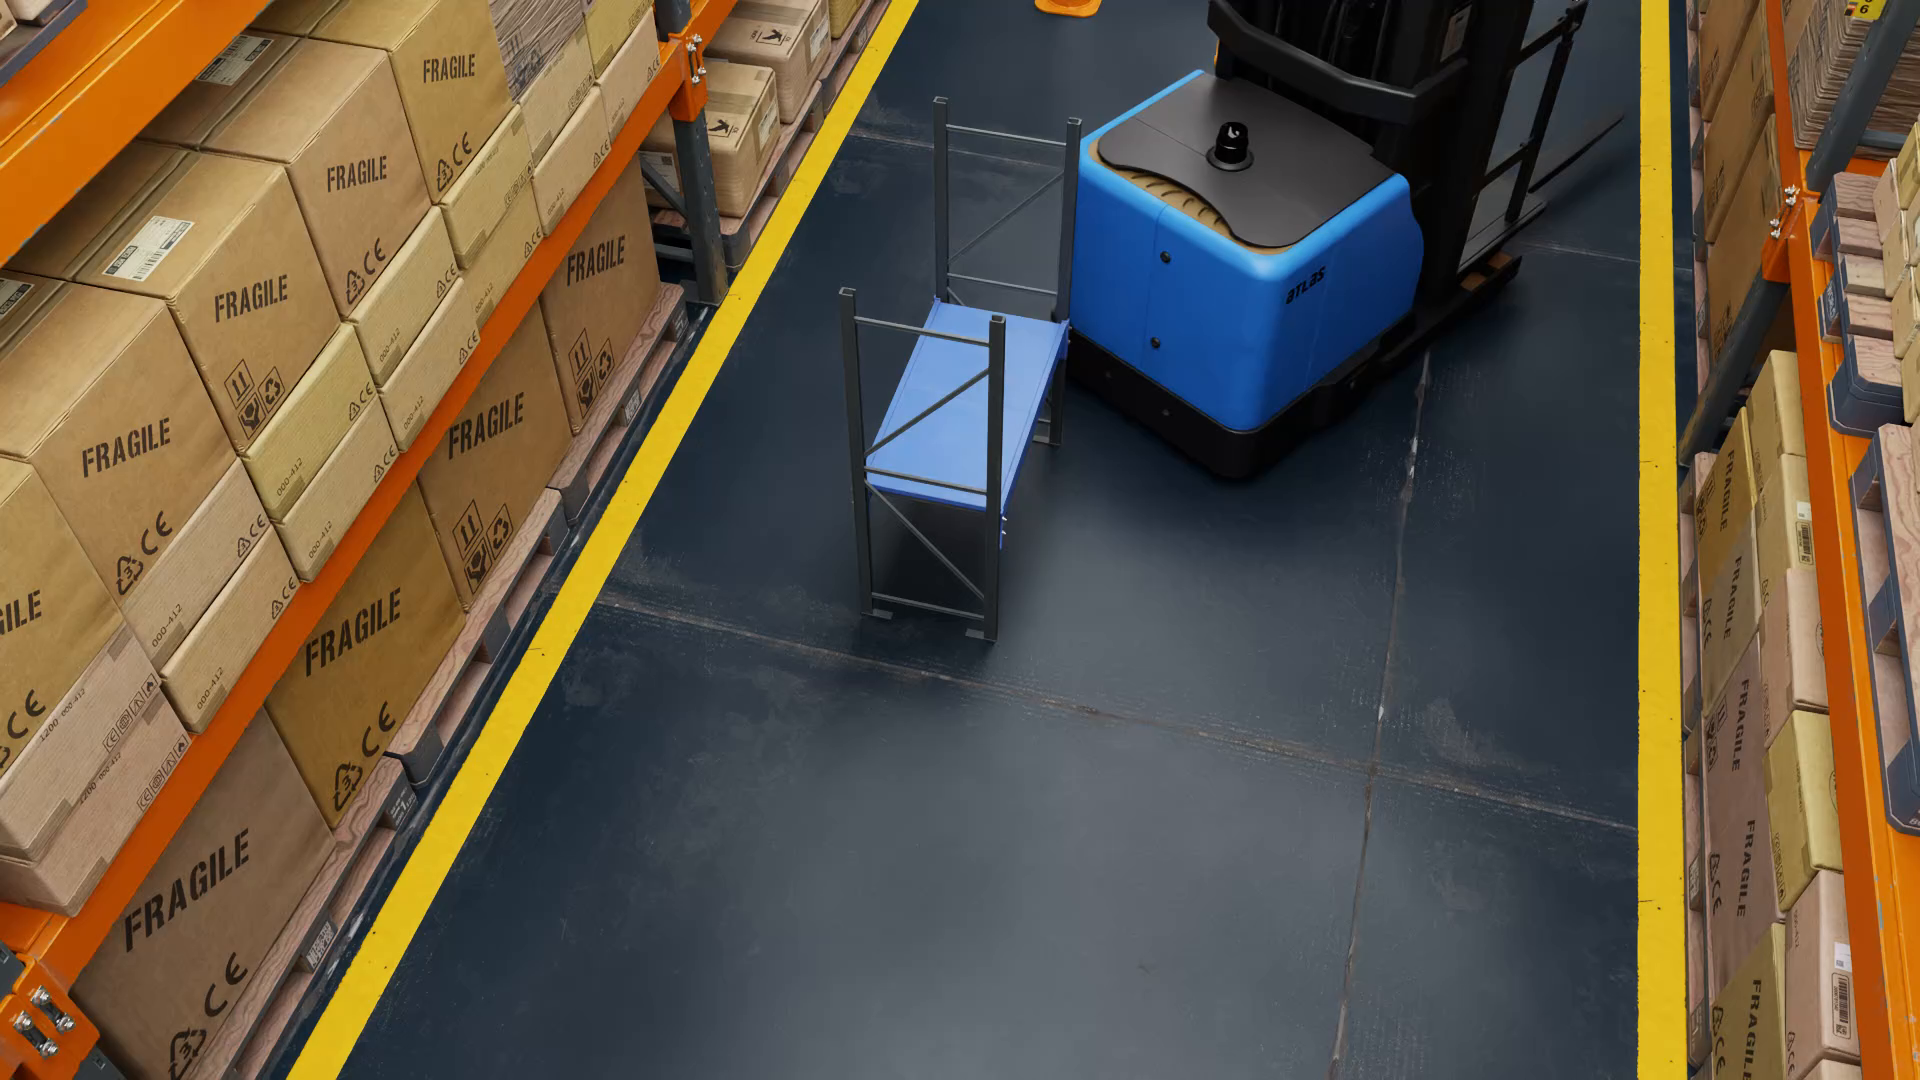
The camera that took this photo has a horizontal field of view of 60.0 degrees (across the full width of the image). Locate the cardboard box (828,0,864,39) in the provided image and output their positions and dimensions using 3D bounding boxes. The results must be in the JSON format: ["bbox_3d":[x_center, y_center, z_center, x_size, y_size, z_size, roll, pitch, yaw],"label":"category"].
[{"bbox_3d":[-0.948,-2.886,8.269,0.950,0.372,0.625,13,50,11],"label":"cardboard box"}]

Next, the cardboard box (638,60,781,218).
[{"bbox_3d":[-1.339,-1.803,7.313,0.950,0.372,0.625,9,49,7],"label":"cardboard box"}]

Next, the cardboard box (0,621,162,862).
[{"bbox_3d":[-2.162,0.388,3.674,0.500,0.250,0.500,10,49,9],"label":"cardboard box"}]

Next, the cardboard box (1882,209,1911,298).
[{"bbox_3d":[2.921,-0.801,4.844,0.380,0.149,0.250,14,50,12],"label":"cardboard box"}]

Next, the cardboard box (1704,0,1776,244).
[{"bbox_3d":[3.779,-1.674,6.947,1.050,0.750,0.750,12,50,11],"label":"cardboard box"}]

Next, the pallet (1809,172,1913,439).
[{"bbox_3d":[3.220,-0.623,4.927,1.213,0.211,1.003,12,50,10],"label":"pallet"}]

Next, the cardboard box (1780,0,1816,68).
[{"bbox_3d":[3.297,-1.996,5.944,0.500,0.500,0.500,12,50,10],"label":"cardboard box"}]

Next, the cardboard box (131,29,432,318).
[{"bbox_3d":[-1.786,-0.970,4.372,0.500,0.500,0.500,11,49,9],"label":"cardboard box"}]

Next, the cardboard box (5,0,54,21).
[{"bbox_3d":[-1.880,-1.134,3.125,0.380,0.166,0.250,9,49,7],"label":"cardboard box"}]

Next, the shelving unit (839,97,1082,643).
[{"bbox_3d":[0.022,-0.558,5.742,0.538,1.500,1.048,12,50,10],"label":"shelving unit"}]

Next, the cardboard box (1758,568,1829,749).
[{"bbox_3d":[2.614,0.390,4.792,0.500,0.250,0.500,12,50,10],"label":"cardboard box"}]

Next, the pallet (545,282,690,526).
[{"bbox_3d":[-1.778,-0.649,6.682,1.003,0.211,1.213,12,50,10],"label":"pallet"}]

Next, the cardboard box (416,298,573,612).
[{"bbox_3d":[-1.998,-0.435,5.771,0.875,0.875,0.875,12,50,10],"label":"cardboard box"}]

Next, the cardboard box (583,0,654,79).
[{"bbox_3d":[-1.380,-1.842,5.642,0.500,0.250,0.500,11,50,10],"label":"cardboard box"}]

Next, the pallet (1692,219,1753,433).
[{"bbox_3d":[3.585,-0.856,6.865,1.003,0.211,1.213,12,50,10],"label":"pallet"}]

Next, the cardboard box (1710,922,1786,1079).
[{"bbox_3d":[2.339,1.402,4.399,0.500,0.500,0.500,11,49,9],"label":"cardboard box"}]

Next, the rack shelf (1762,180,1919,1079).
[{"bbox_3d":[2.778,0.461,4.322,1.077,0.370,4.000,12,50,10],"label":"rack shelf"}]

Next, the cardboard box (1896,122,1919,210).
[{"bbox_3d":[2.984,-1.068,4.881,0.380,0.149,0.250,14,50,12],"label":"cardboard box"}]

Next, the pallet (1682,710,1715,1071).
[{"bbox_3d":[2.774,1.144,5.099,1.003,0.211,1.213,12,50,10],"label":"pallet"}]

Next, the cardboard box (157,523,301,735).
[{"bbox_3d":[-2.045,0.175,4.195,0.500,0.250,0.500,10,49,9],"label":"cardboard box"}]

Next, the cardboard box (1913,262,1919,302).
[{"bbox_3d":[2.847,-0.677,4.536,0.380,0.149,0.250,10,49,9],"label":"cardboard box"}]

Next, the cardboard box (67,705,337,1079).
[{"bbox_3d":[-2.464,0.866,4.622,0.875,0.875,0.875,13,50,11],"label":"cardboard box"}]

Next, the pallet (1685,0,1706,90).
[{"bbox_3d":[4.227,-2.621,8.422,1.003,0.211,1.213,12,50,10],"label":"pallet"}]

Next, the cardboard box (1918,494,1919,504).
[{"bbox_3d":[2.645,-0.036,4.168,0.380,0.149,0.250,12,50,11],"label":"cardboard box"}]

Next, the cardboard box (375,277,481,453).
[{"bbox_3d":[-1.754,-0.552,4.837,0.500,0.250,0.500,11,49,9],"label":"cardboard box"}]

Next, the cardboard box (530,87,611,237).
[{"bbox_3d":[-1.499,-1.288,5.486,0.500,0.250,0.500,12,50,11],"label":"cardboard box"}]

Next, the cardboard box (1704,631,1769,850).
[{"bbox_3d":[2.613,0.663,5.052,0.500,0.500,0.500,10,49,9],"label":"cardboard box"}]

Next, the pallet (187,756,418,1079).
[{"bbox_3d":[-2.420,1.116,5.124,1.003,0.211,1.213,12,50,10],"label":"pallet"}]

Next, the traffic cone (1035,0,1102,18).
[{"bbox_3d":[0.580,-3.008,8.596,0.336,0.463,0.334,12,50,10],"label":"traffic cone"}]

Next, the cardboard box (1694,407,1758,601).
[{"bbox_3d":[2.872,-0.074,5.702,0.500,0.500,0.500,10,49,8],"label":"cardboard box"}]

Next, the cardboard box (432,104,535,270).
[{"bbox_3d":[-1.626,-1.096,4.984,0.500,0.250,0.500,10,49,9],"label":"cardboard box"}]

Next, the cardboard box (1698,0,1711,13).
[{"bbox_3d":[4.281,-3.044,8.157,1.050,0.750,0.750,11,50,10],"label":"cardboard box"}]

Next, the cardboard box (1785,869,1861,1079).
[{"bbox_3d":[2.352,1.152,4.119,0.500,0.250,0.500,14,50,12],"label":"cardboard box"}]

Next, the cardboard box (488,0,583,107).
[{"bbox_3d":[-1.508,-1.693,5.010,0.500,0.500,0.500,12,50,11],"label":"cardboard box"}]

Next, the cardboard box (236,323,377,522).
[{"bbox_3d":[-1.894,-0.355,4.329,0.500,0.250,0.500,12,50,11],"label":"cardboard box"}]

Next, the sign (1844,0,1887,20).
[{"bbox_3d":[2.768,-1.714,4.989,0.100,0.325,0.005,12,50,10],"label":"sign"}]

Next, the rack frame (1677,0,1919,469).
[{"bbox_3d":[3.305,-1.223,5.329,1.000,3.000,0.127,12,50,10],"label":"rack frame"}]

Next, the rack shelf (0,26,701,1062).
[{"bbox_3d":[-2.024,-0.442,5.120,1.077,0.370,4.000,12,50,10],"label":"rack shelf"}]

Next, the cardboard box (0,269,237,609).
[{"bbox_3d":[-2.050,-0.233,3.721,0.500,0.500,0.500,11,50,10],"label":"cardboard box"}]

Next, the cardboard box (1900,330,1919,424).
[{"bbox_3d":[2.781,-0.410,4.499,0.380,0.149,0.250,14,50,12],"label":"cardboard box"}]

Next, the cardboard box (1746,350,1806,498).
[{"bbox_3d":[2.890,-0.332,5.430,0.500,0.250,0.500,10,49,8],"label":"cardboard box"}]

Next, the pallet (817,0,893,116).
[{"bbox_3d":[-0.967,-2.649,8.447,1.003,0.211,1.213,12,50,10],"label":"pallet"}]

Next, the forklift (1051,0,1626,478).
[{"bbox_3d":[1.771,-2.199,6.236,3.031,2.935,1.130,-36,58,-28],"label":"forklift"}]

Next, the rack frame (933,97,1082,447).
[{"bbox_3d":[0.156,-0.926,6.067,0.500,1.500,0.032,12,50,10],"label":"rack frame"}]
